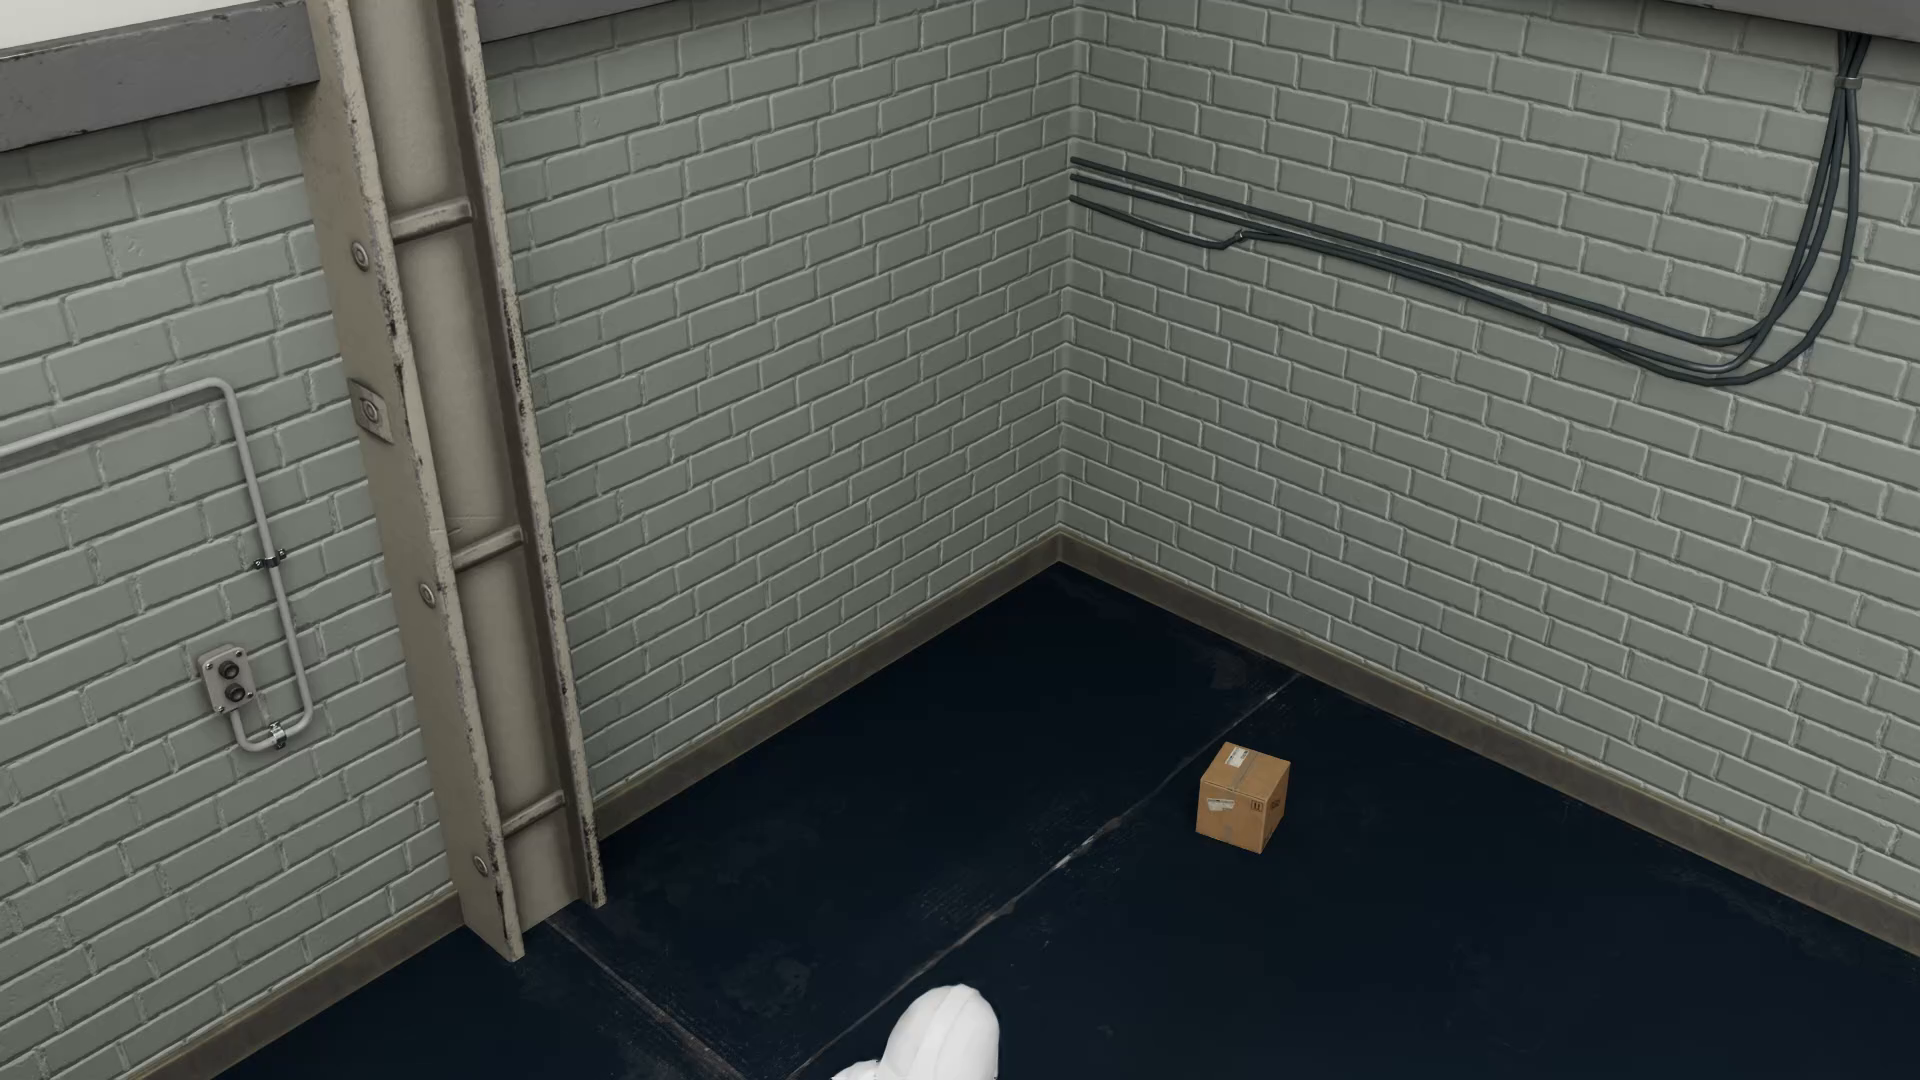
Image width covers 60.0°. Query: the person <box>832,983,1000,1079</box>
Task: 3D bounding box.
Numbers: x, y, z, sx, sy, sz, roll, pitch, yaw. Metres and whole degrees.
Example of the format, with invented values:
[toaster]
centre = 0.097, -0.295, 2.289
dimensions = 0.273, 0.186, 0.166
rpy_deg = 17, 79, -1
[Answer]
[person]
centre = -0.055, 1.587, 3.440
dimensions = 0.571, 1.754, 0.556
rpy_deg = 10, 32, 15
